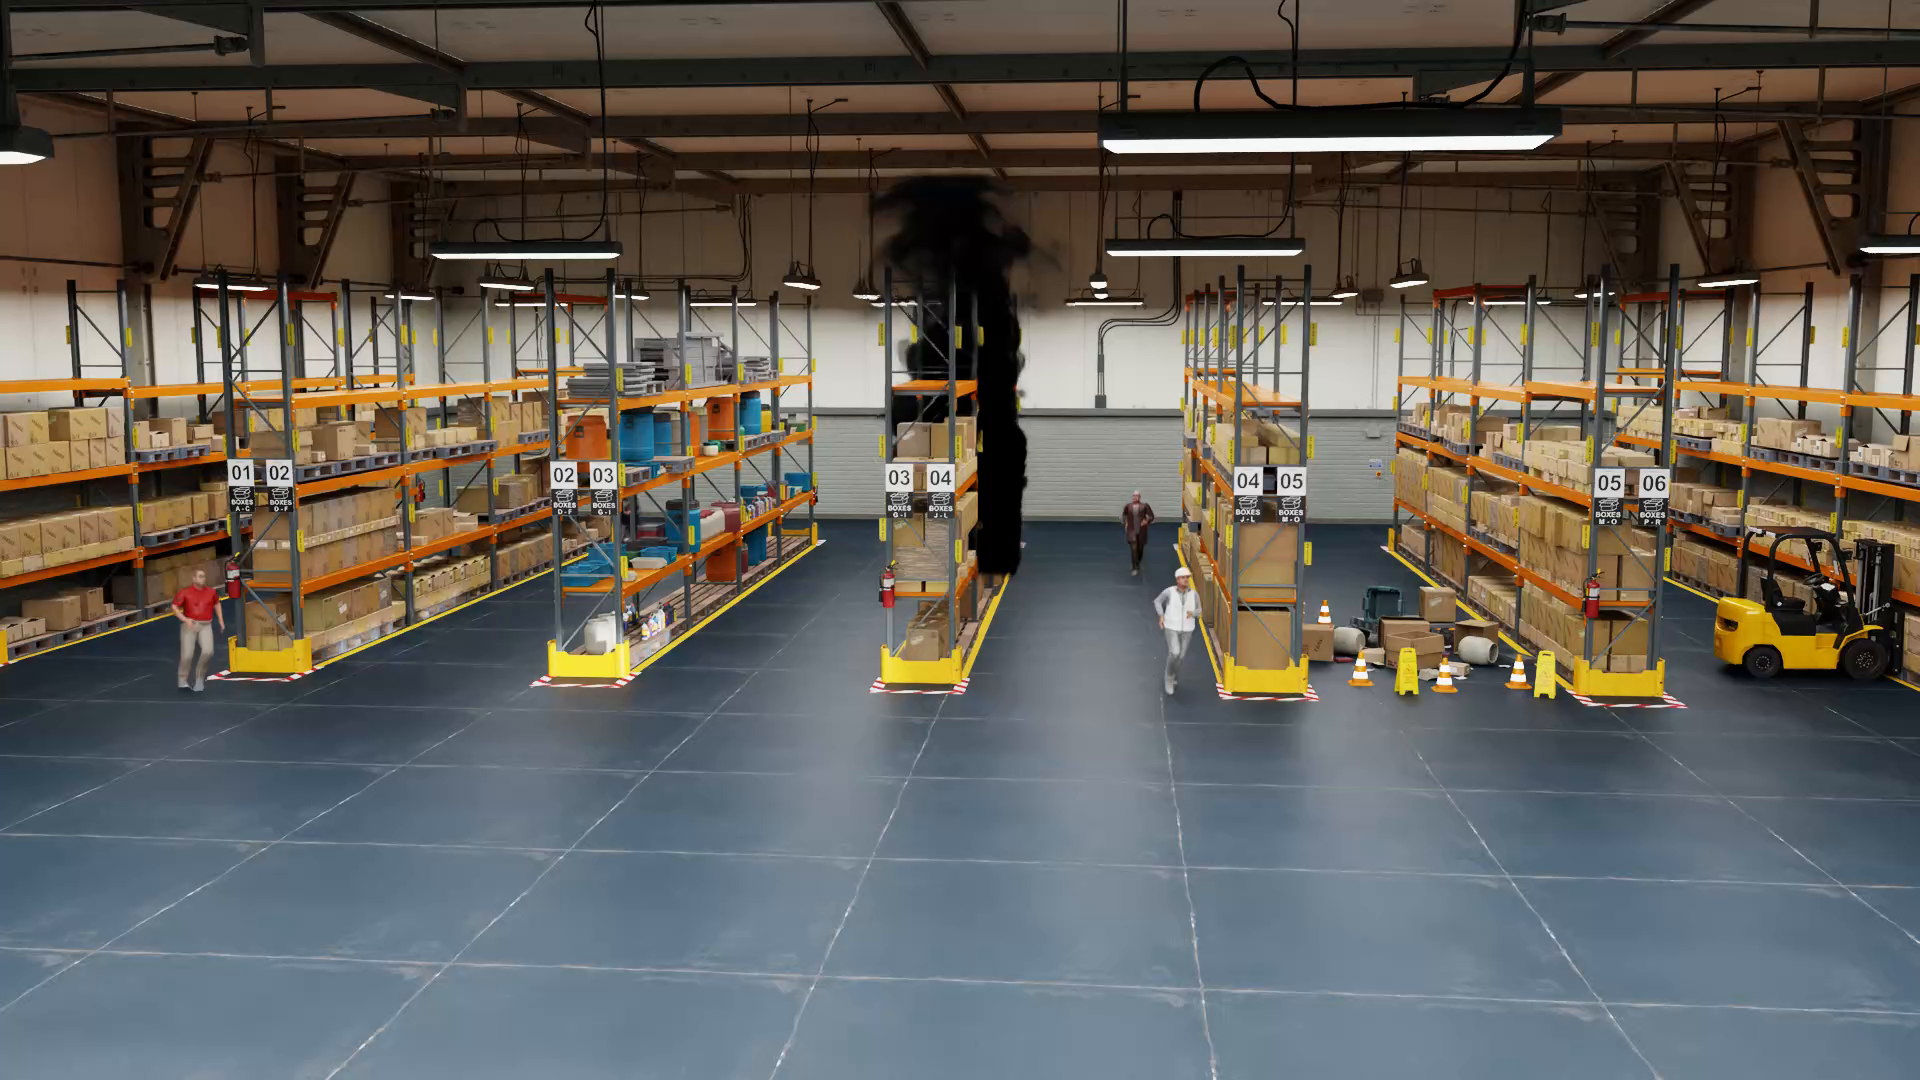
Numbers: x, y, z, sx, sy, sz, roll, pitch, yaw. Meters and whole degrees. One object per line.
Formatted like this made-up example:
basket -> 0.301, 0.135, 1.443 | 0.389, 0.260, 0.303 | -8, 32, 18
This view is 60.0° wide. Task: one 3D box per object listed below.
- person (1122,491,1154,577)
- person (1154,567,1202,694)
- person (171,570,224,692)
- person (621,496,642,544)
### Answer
person -> 3.772, -0.153, 35.311 | 0.700, 1.782, 0.912 | 1, 7, 11
person -> 3.107, 1.275, 23.597 | 0.636, 1.799, 0.713 | -1, 7, -10
person -> -10.866, 1.294, 23.765 | 0.716, 1.729, 0.614 | -6, 9, -38
person -> -7.334, -0.301, 36.873 | 0.624, 1.786, 0.972 | 0, 7, 1
